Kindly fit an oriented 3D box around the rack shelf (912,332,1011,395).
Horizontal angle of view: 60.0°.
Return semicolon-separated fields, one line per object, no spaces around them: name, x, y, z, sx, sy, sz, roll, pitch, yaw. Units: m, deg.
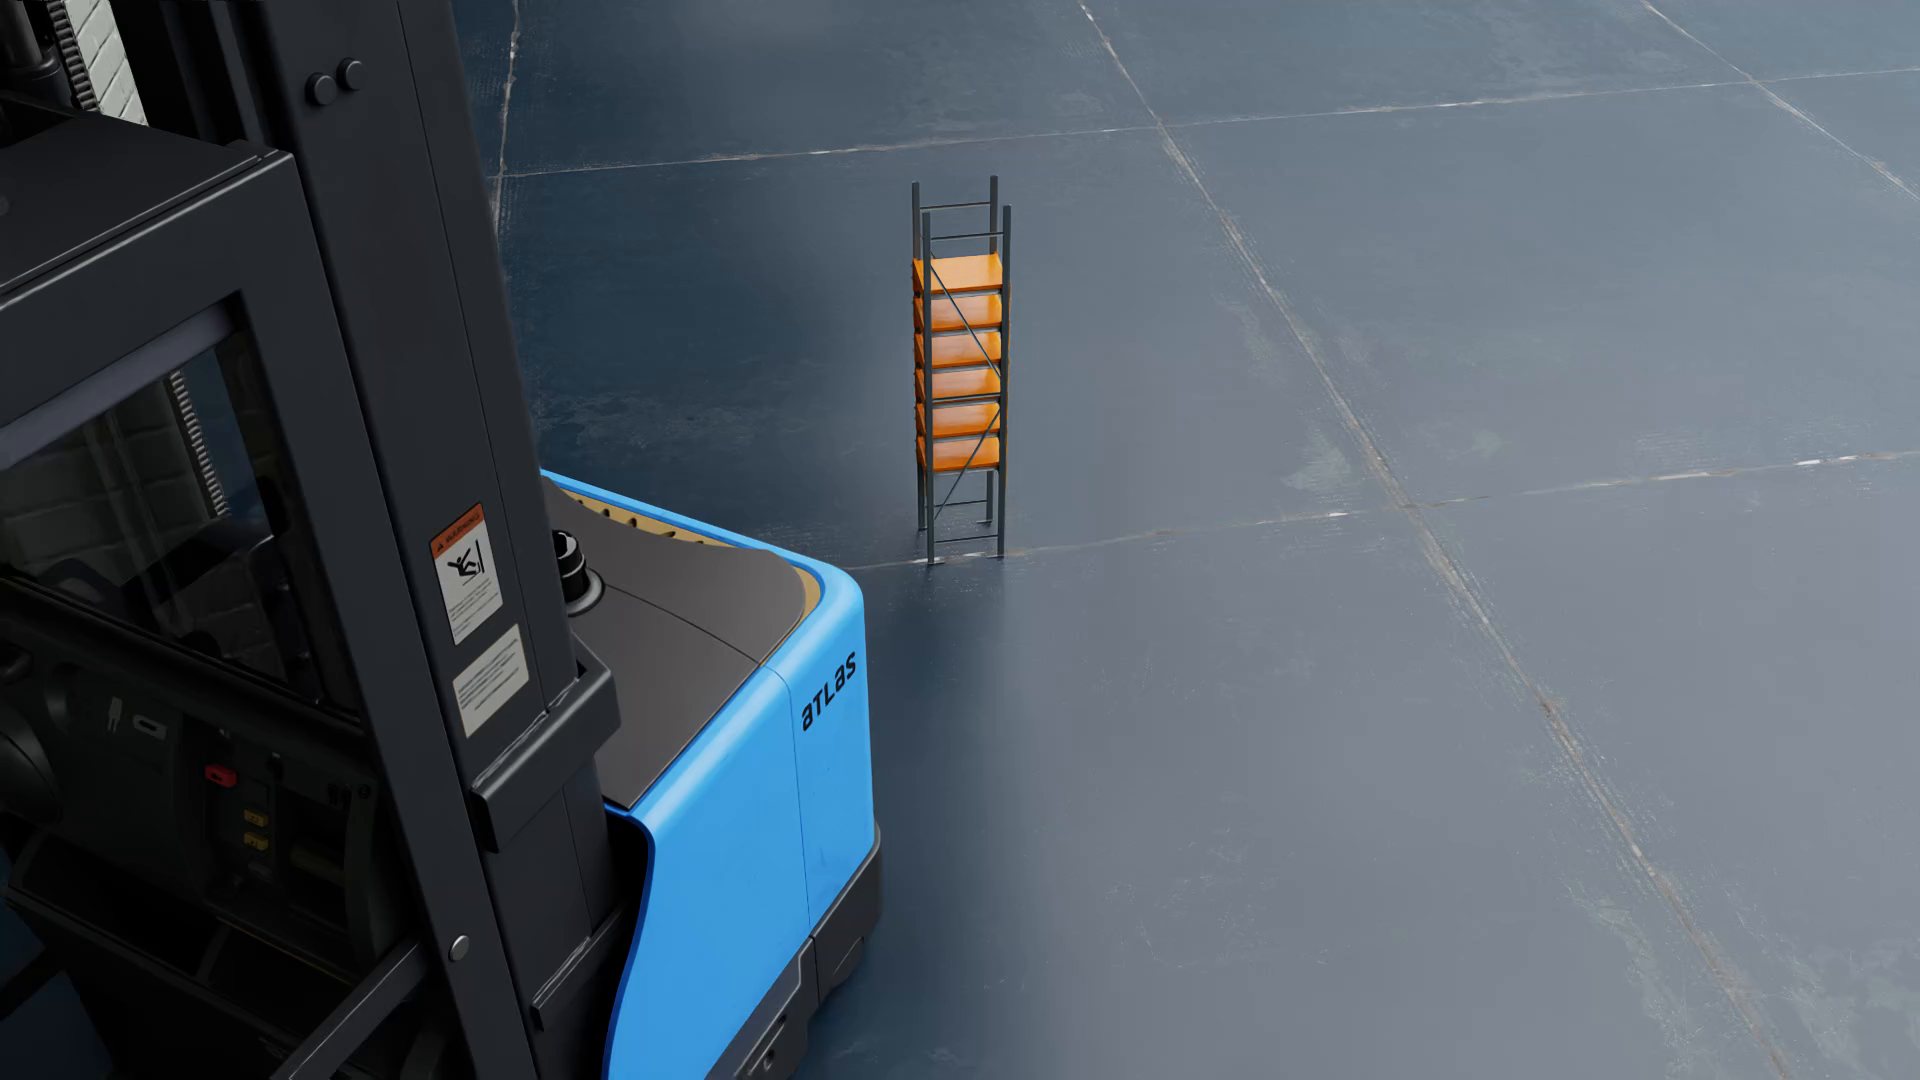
rack shelf;0.003;-0.525;4.824;0.258;0.103;0.180;-6;38;-8

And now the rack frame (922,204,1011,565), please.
rack frame;0.019;-0.410;4.800;0.240;1.200;0.006;-6;38;-8

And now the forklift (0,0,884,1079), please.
forklift;-1.304;0.430;2.308;1.130;2.935;3.031;17;41;21

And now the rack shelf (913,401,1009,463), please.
rack shelf;0.003;-0.335;4.972;0.258;0.103;0.180;-6;38;-8

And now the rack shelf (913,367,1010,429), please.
rack shelf;0.003;-0.430;4.898;0.258;0.103;0.180;-6;38;-8

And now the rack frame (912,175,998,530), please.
rack frame;-0.013;-0.520;4.942;0.240;1.200;0.006;-6;38;-8

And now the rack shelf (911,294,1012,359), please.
rack shelf;0.003;-0.620;4.751;0.258;0.103;0.180;-6;38;-8

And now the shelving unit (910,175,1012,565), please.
shelving unit;0.003;-0.465;4.871;0.258;1.200;0.189;-6;38;-8

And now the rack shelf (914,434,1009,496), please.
rack shelf;0.003;-0.240;5.045;0.258;0.103;0.180;-6;38;-8

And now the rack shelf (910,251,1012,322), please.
rack shelf;0.003;-0.714;4.677;0.258;0.103;0.180;-6;38;-8
